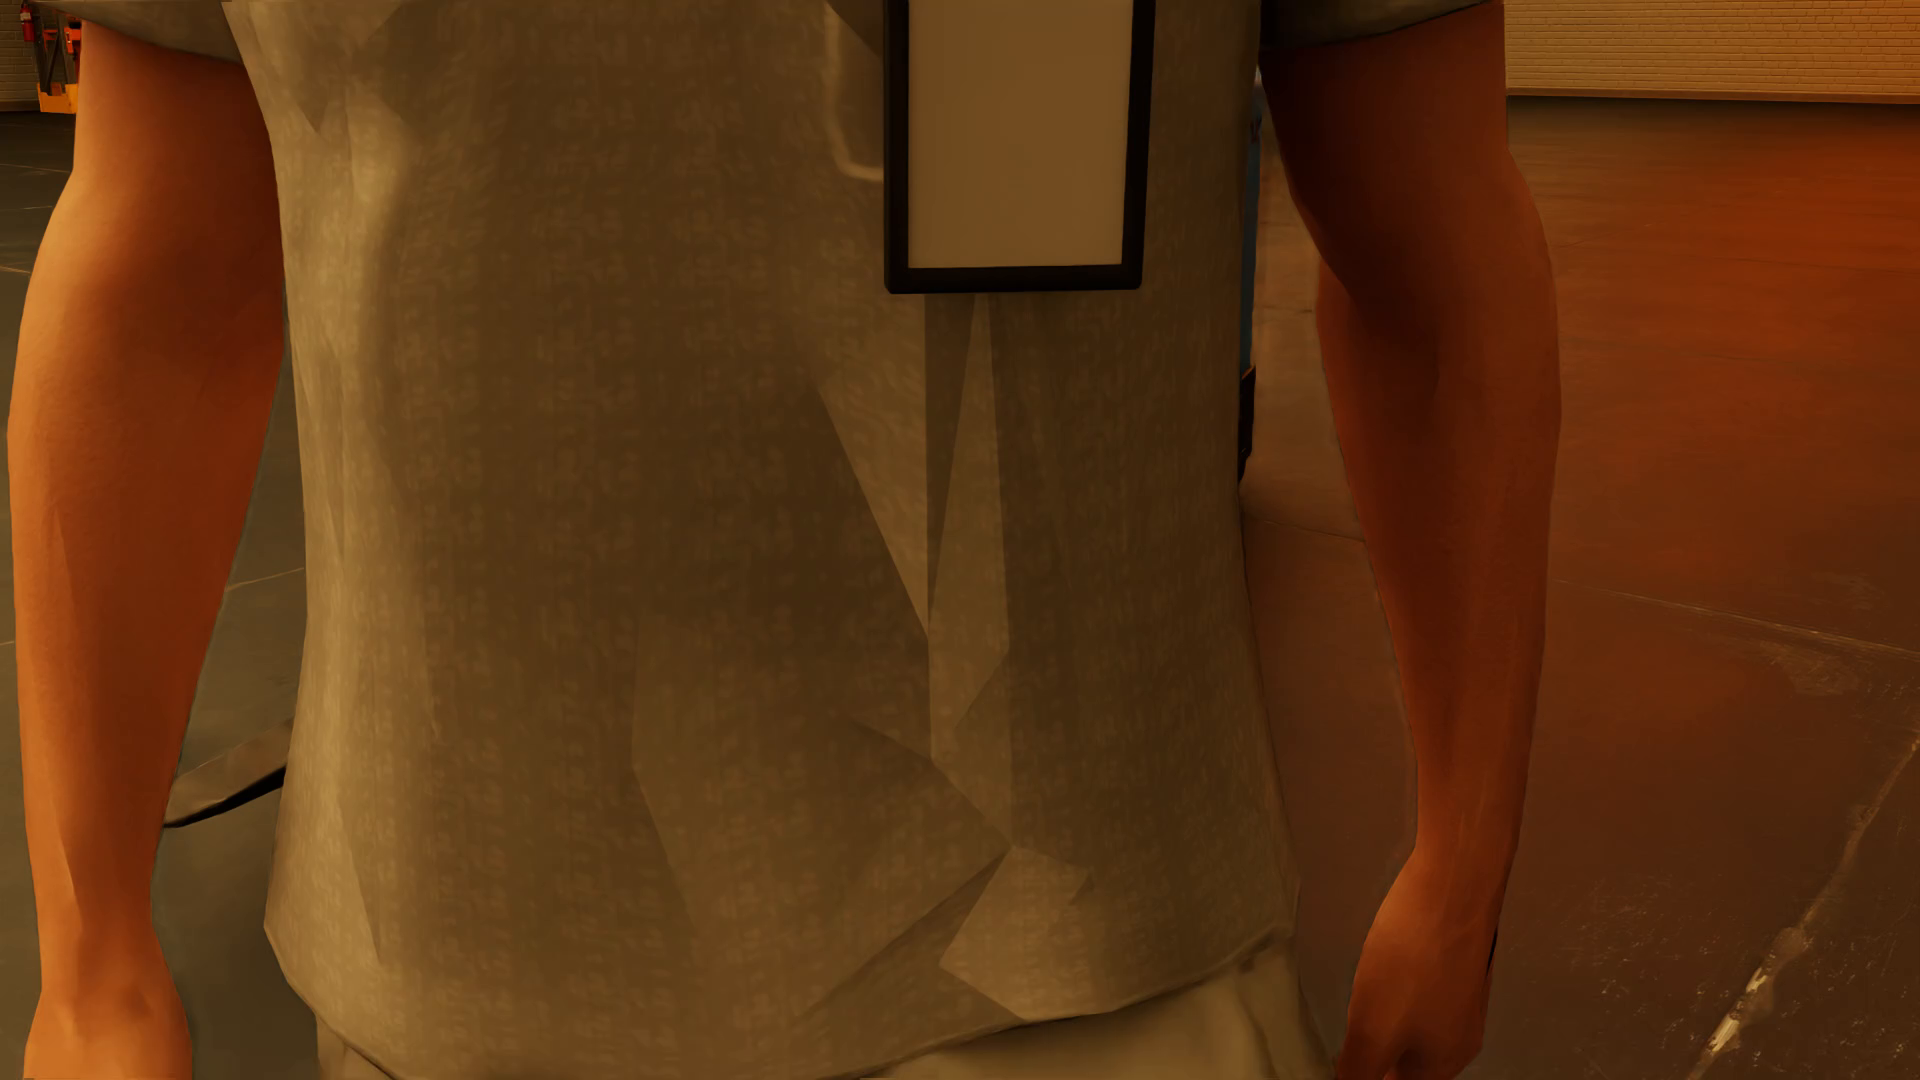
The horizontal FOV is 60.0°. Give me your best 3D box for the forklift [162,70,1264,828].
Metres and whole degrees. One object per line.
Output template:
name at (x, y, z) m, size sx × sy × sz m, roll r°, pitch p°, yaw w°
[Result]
forklift at (-0.192, -1.229, 2.944) m, size 1.130 × 2.935 × 3.031 m, roll 6°, pitch 18°, yaw 19°
